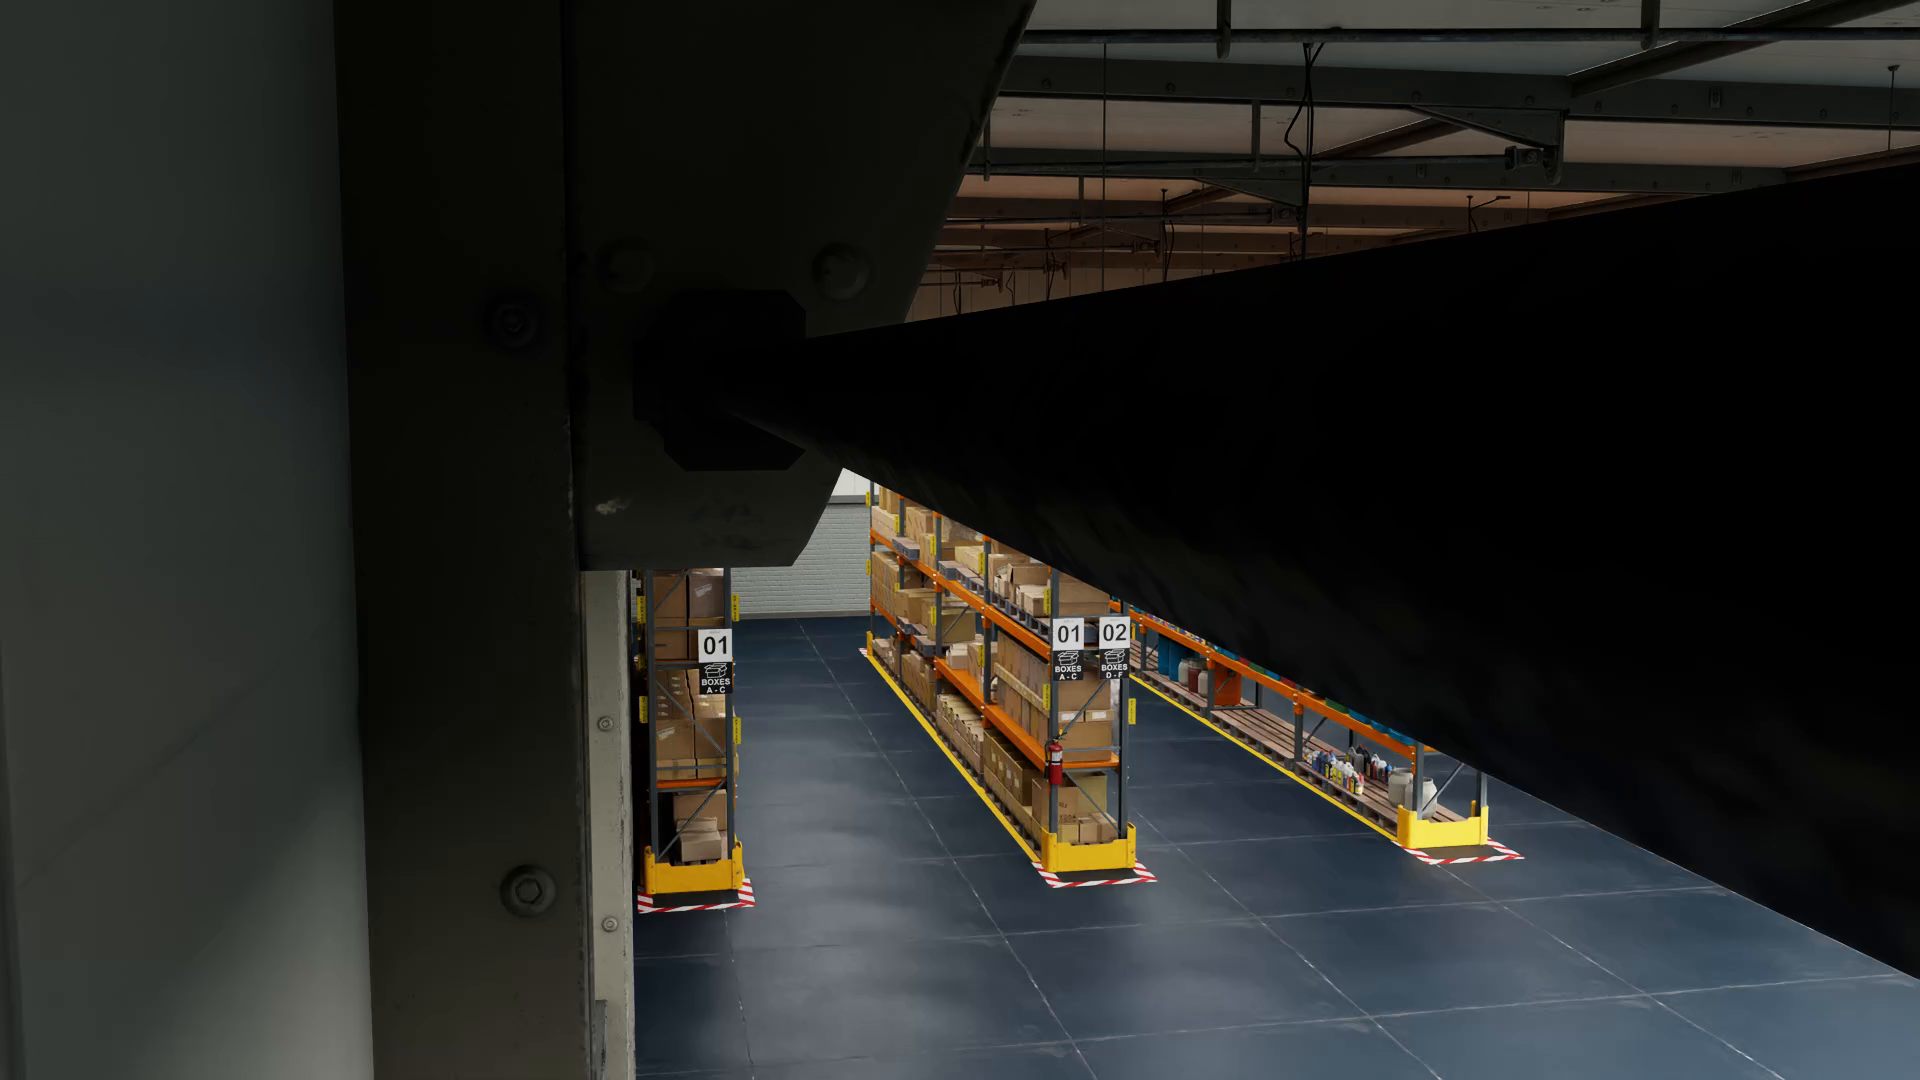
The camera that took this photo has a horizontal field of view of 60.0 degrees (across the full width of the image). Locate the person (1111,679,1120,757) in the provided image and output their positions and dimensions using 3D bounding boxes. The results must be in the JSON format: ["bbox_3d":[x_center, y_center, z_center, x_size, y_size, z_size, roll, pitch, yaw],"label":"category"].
[{"bbox_3d":[2.420,2.719,26.700,0.414,1.689,0.585,-3,7,-26],"label":"person"}]

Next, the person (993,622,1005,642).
[{"bbox_3d":[0.900,1.750,36.356,0.394,1.591,0.513,3,7,28],"label":"person"}]
